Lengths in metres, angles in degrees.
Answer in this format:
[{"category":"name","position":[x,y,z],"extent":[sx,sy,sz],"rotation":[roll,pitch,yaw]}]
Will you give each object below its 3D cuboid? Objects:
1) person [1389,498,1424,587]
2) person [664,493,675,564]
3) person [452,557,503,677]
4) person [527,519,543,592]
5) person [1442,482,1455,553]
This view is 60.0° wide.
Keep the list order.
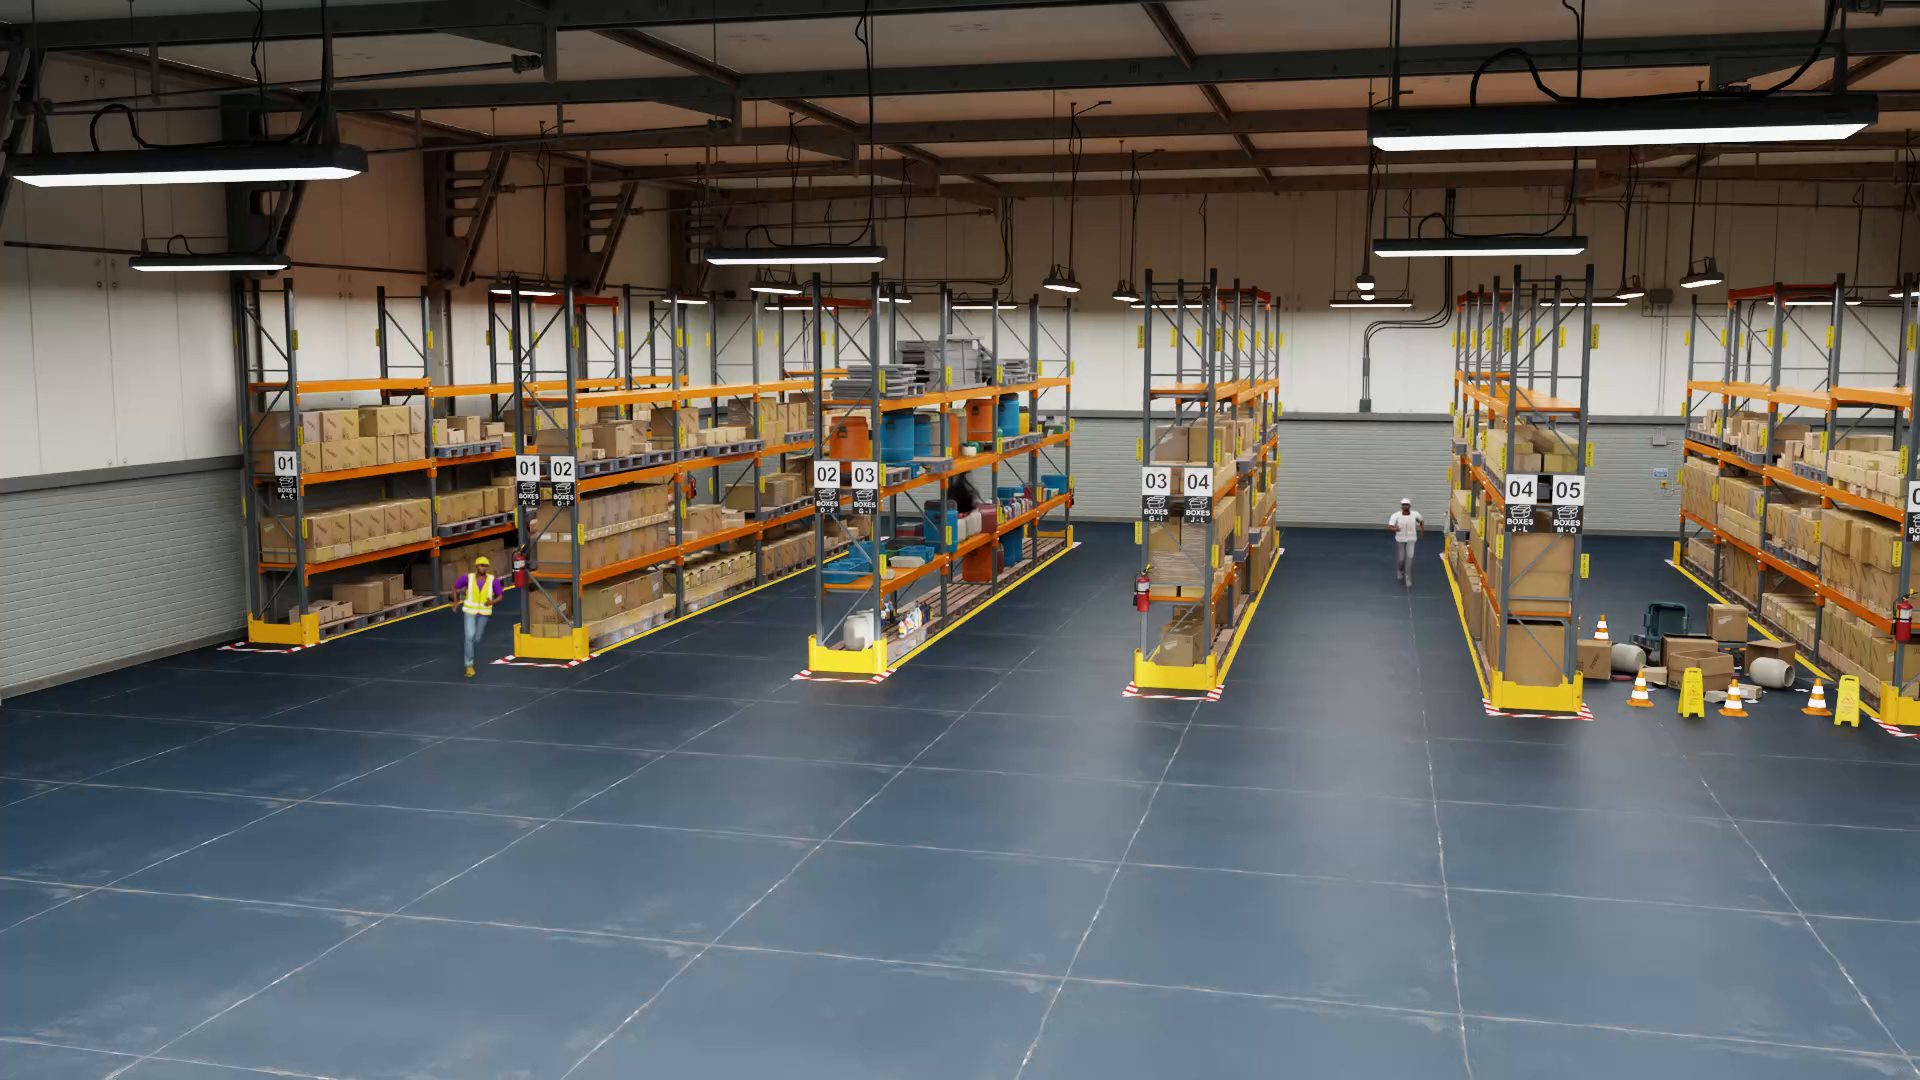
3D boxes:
[{"category":"person","position":[9.171,0.024,34.188],"extent":[0.707,1.768,0.969],"rotation":[2,7,15]},{"category":"person","position":[-6.464,-0.232,36.894],"extent":[0.566,1.625,0.550],"rotation":[0,7,-3]},{"category":"person","position":[-7.292,1.115,25.187],"extent":[0.746,1.739,0.943],"rotation":[-3,8,-25]},{"category":"person","position":[-7.773,0.494,30.426],"extent":[0.722,1.746,0.628],"rotation":[1,7,4]},{"category":"person","position":[11.721,-0.557,39.163],"extent":[0.686,1.750,0.676],"rotation":[0,7,-4]}]
